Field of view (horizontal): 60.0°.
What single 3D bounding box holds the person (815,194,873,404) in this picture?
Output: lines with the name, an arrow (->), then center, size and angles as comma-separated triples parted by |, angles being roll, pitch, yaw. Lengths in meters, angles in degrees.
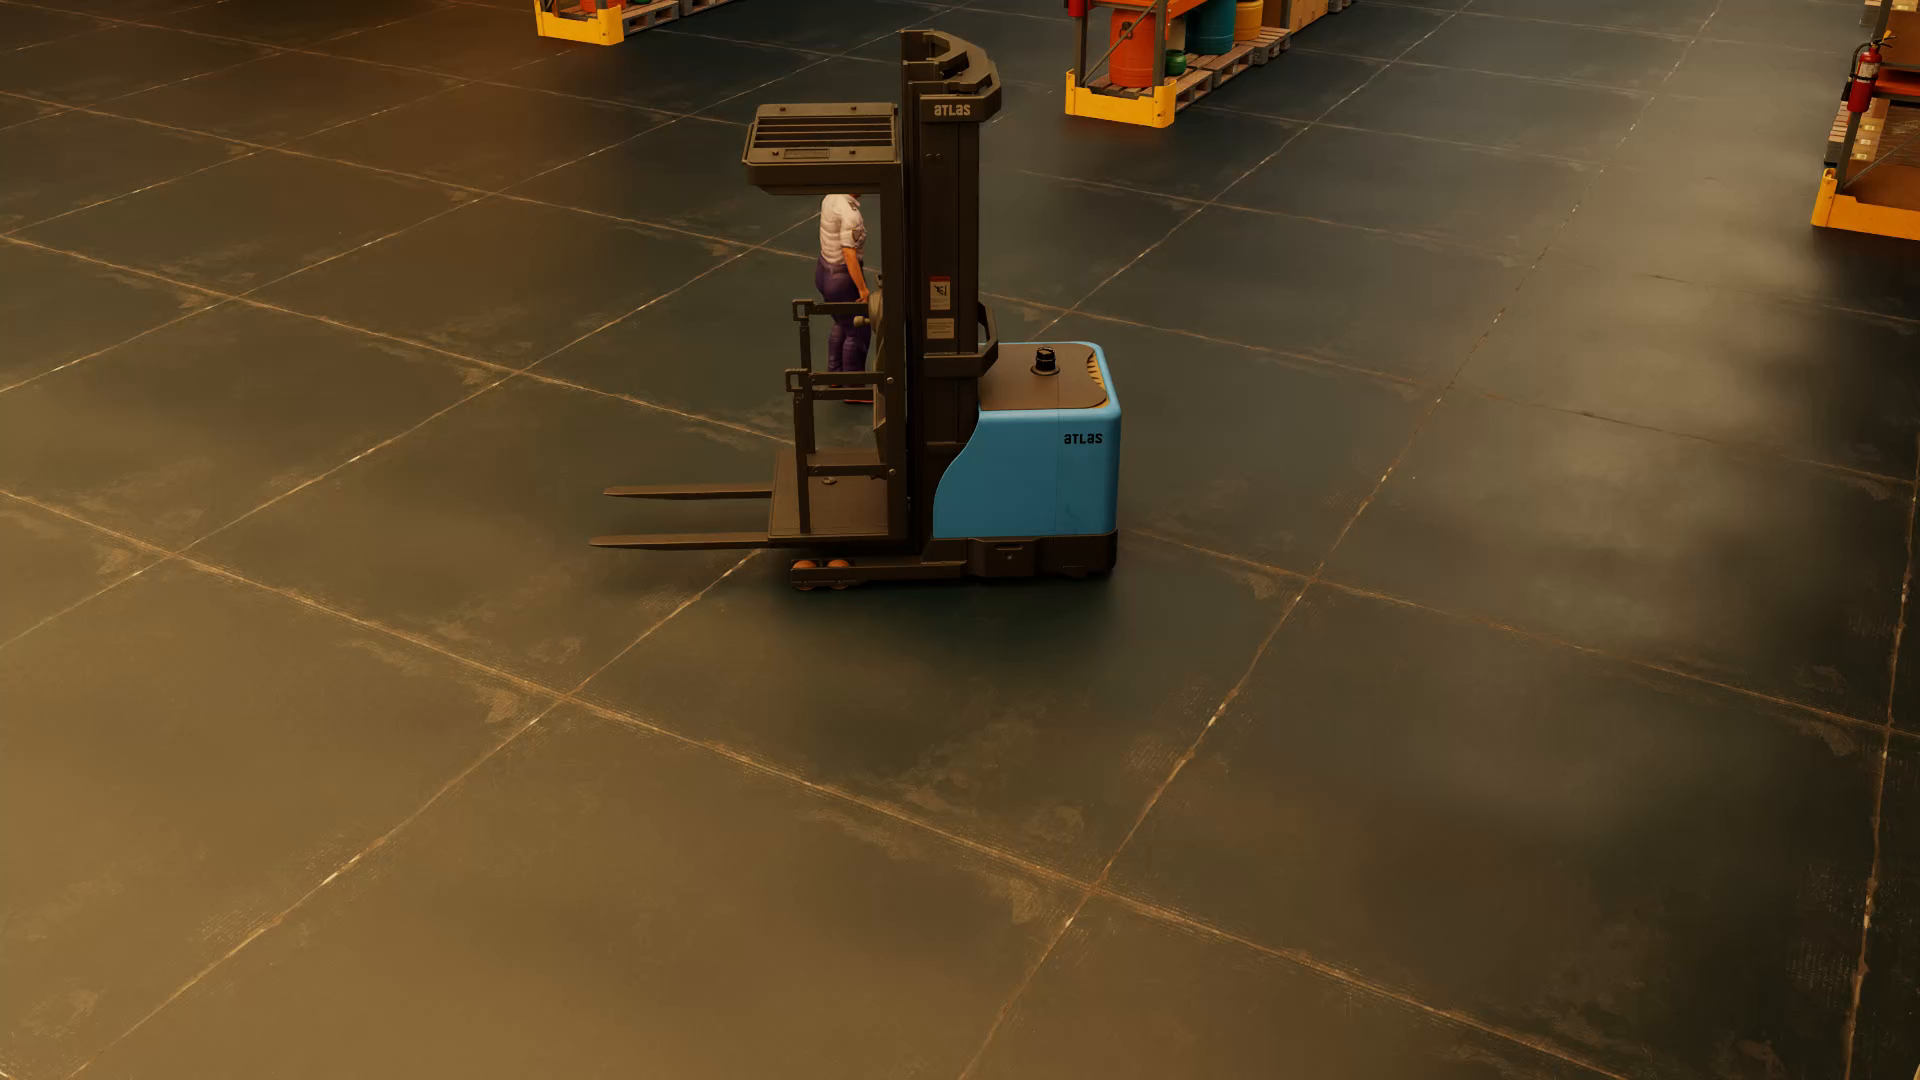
person -> -0.785, -1.778, 11.434 | 0.366, 1.652, 0.562 | -12, 32, -20

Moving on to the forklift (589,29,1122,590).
forklift -> -0.629, -1.254, 9.244 | 3.031, 2.935, 1.130 | -1, 30, -2
